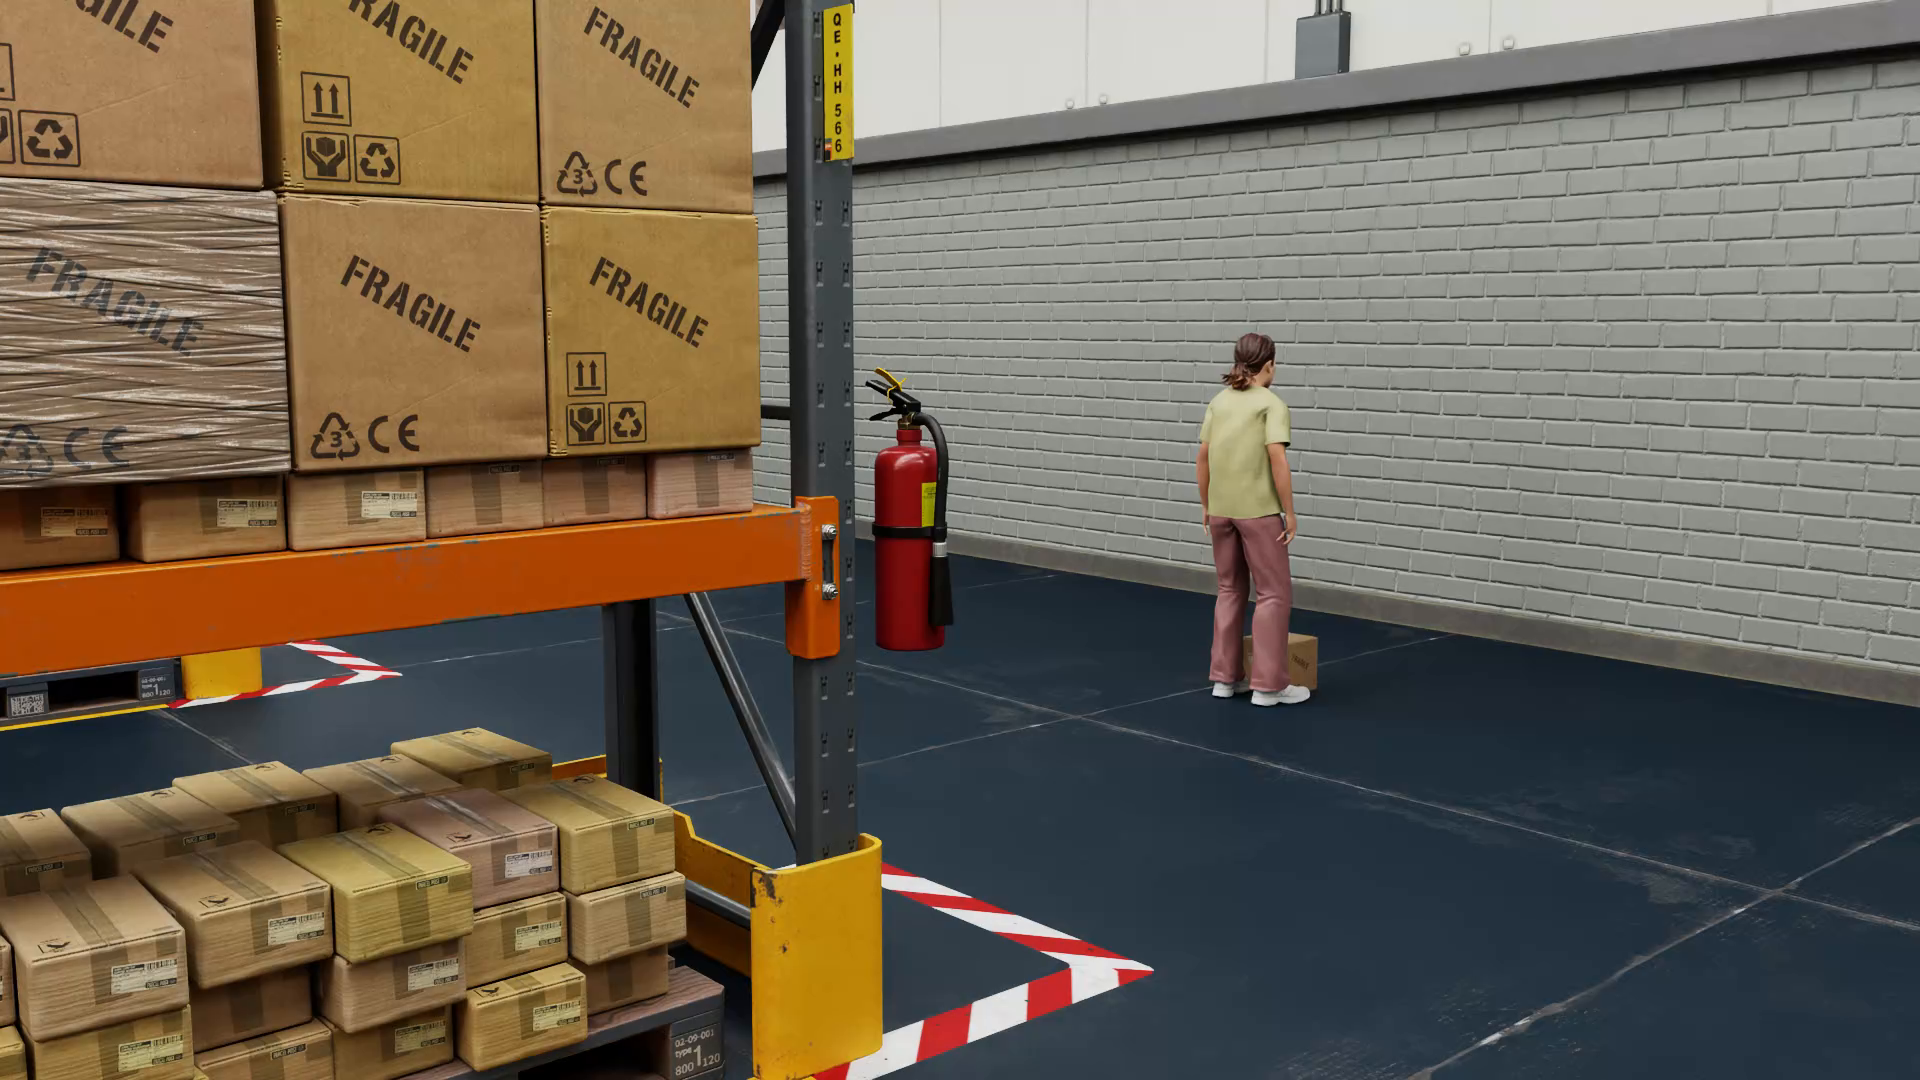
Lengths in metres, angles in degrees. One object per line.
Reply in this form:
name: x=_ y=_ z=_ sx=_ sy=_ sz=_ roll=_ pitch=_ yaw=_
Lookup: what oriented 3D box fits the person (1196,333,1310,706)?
person: x=1.324 y=-0.102 z=7.576 sx=0.366 sy=1.671 sz=0.512 roll=-7 pitch=10 yaw=-44
